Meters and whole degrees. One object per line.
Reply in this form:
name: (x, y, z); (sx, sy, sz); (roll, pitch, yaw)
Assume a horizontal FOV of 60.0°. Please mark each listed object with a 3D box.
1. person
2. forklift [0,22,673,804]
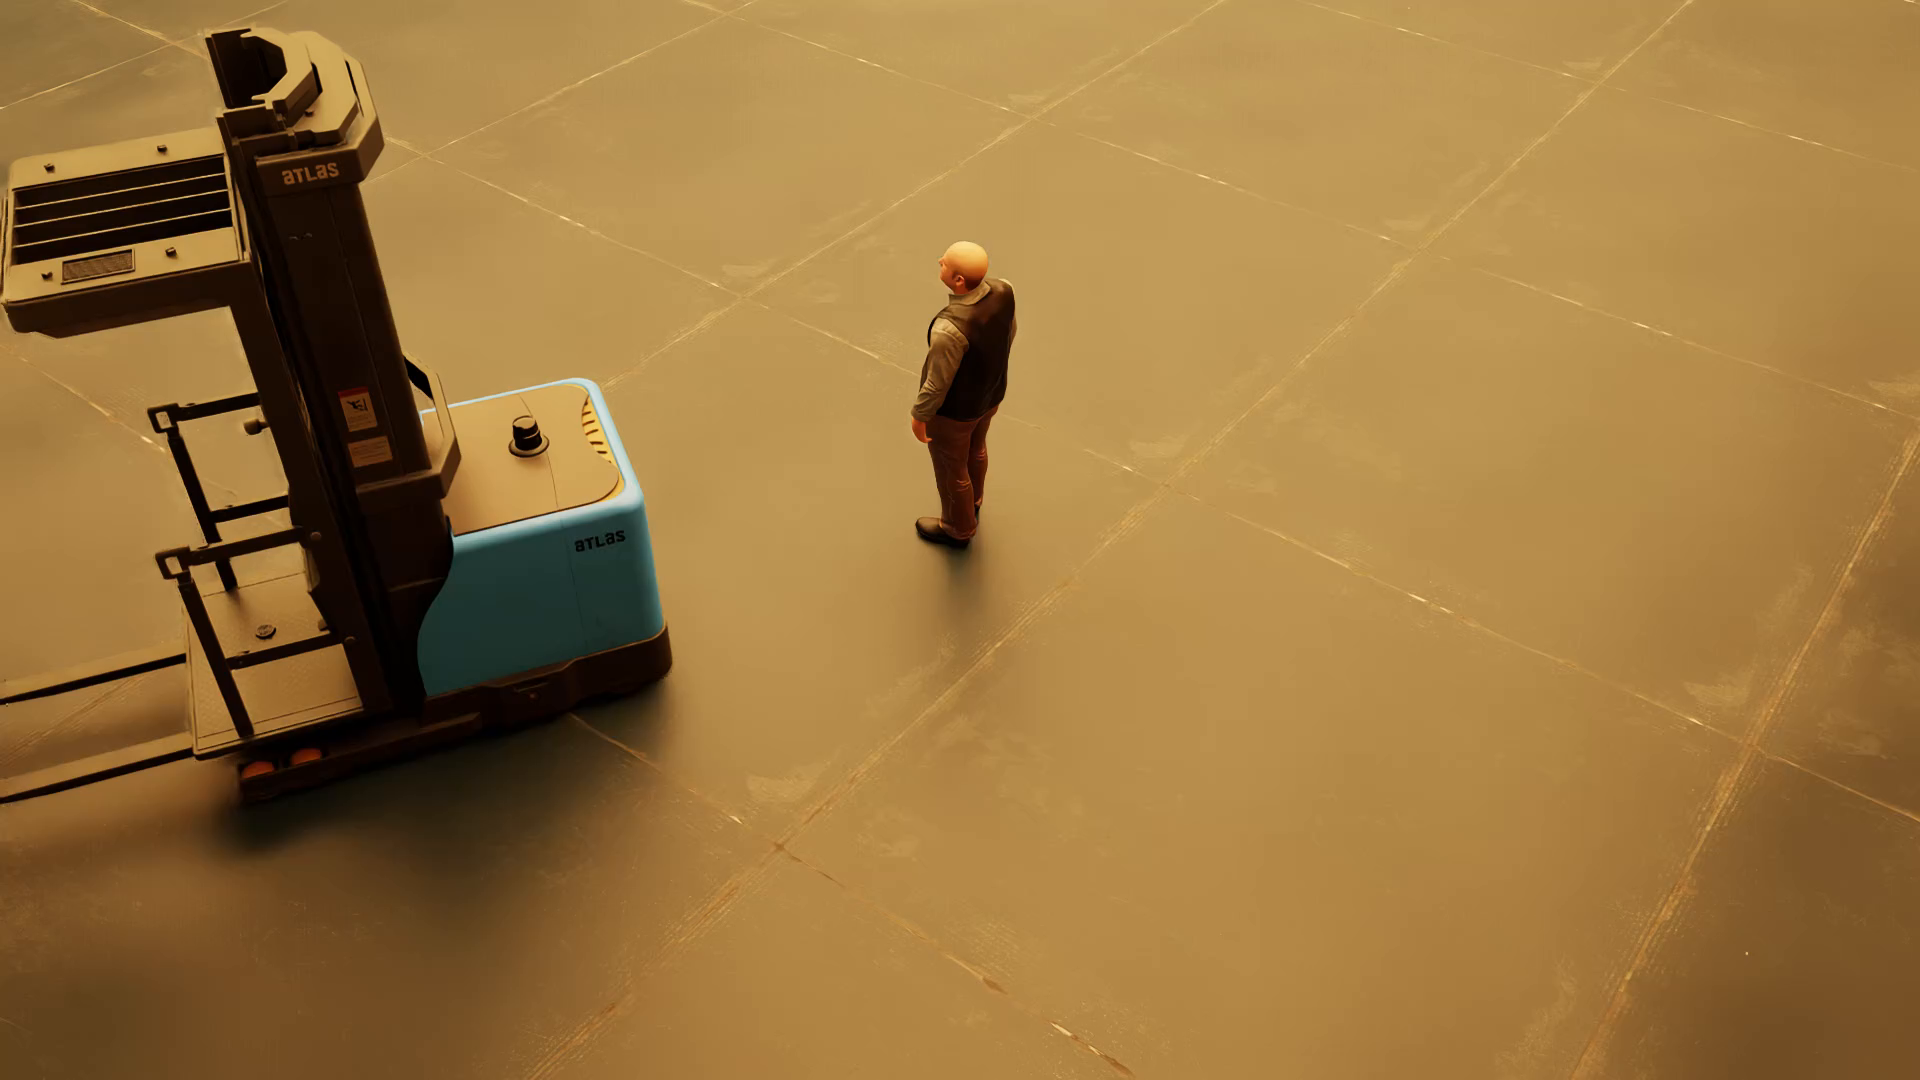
person: (-0.046, -0.689, 7.803); (0.566, 1.722, 0.634); (26, 47, 28)
forklift: (-2.877, -0.407, 6.552); (3.031, 2.935, 1.130); (-15, 43, -17)
